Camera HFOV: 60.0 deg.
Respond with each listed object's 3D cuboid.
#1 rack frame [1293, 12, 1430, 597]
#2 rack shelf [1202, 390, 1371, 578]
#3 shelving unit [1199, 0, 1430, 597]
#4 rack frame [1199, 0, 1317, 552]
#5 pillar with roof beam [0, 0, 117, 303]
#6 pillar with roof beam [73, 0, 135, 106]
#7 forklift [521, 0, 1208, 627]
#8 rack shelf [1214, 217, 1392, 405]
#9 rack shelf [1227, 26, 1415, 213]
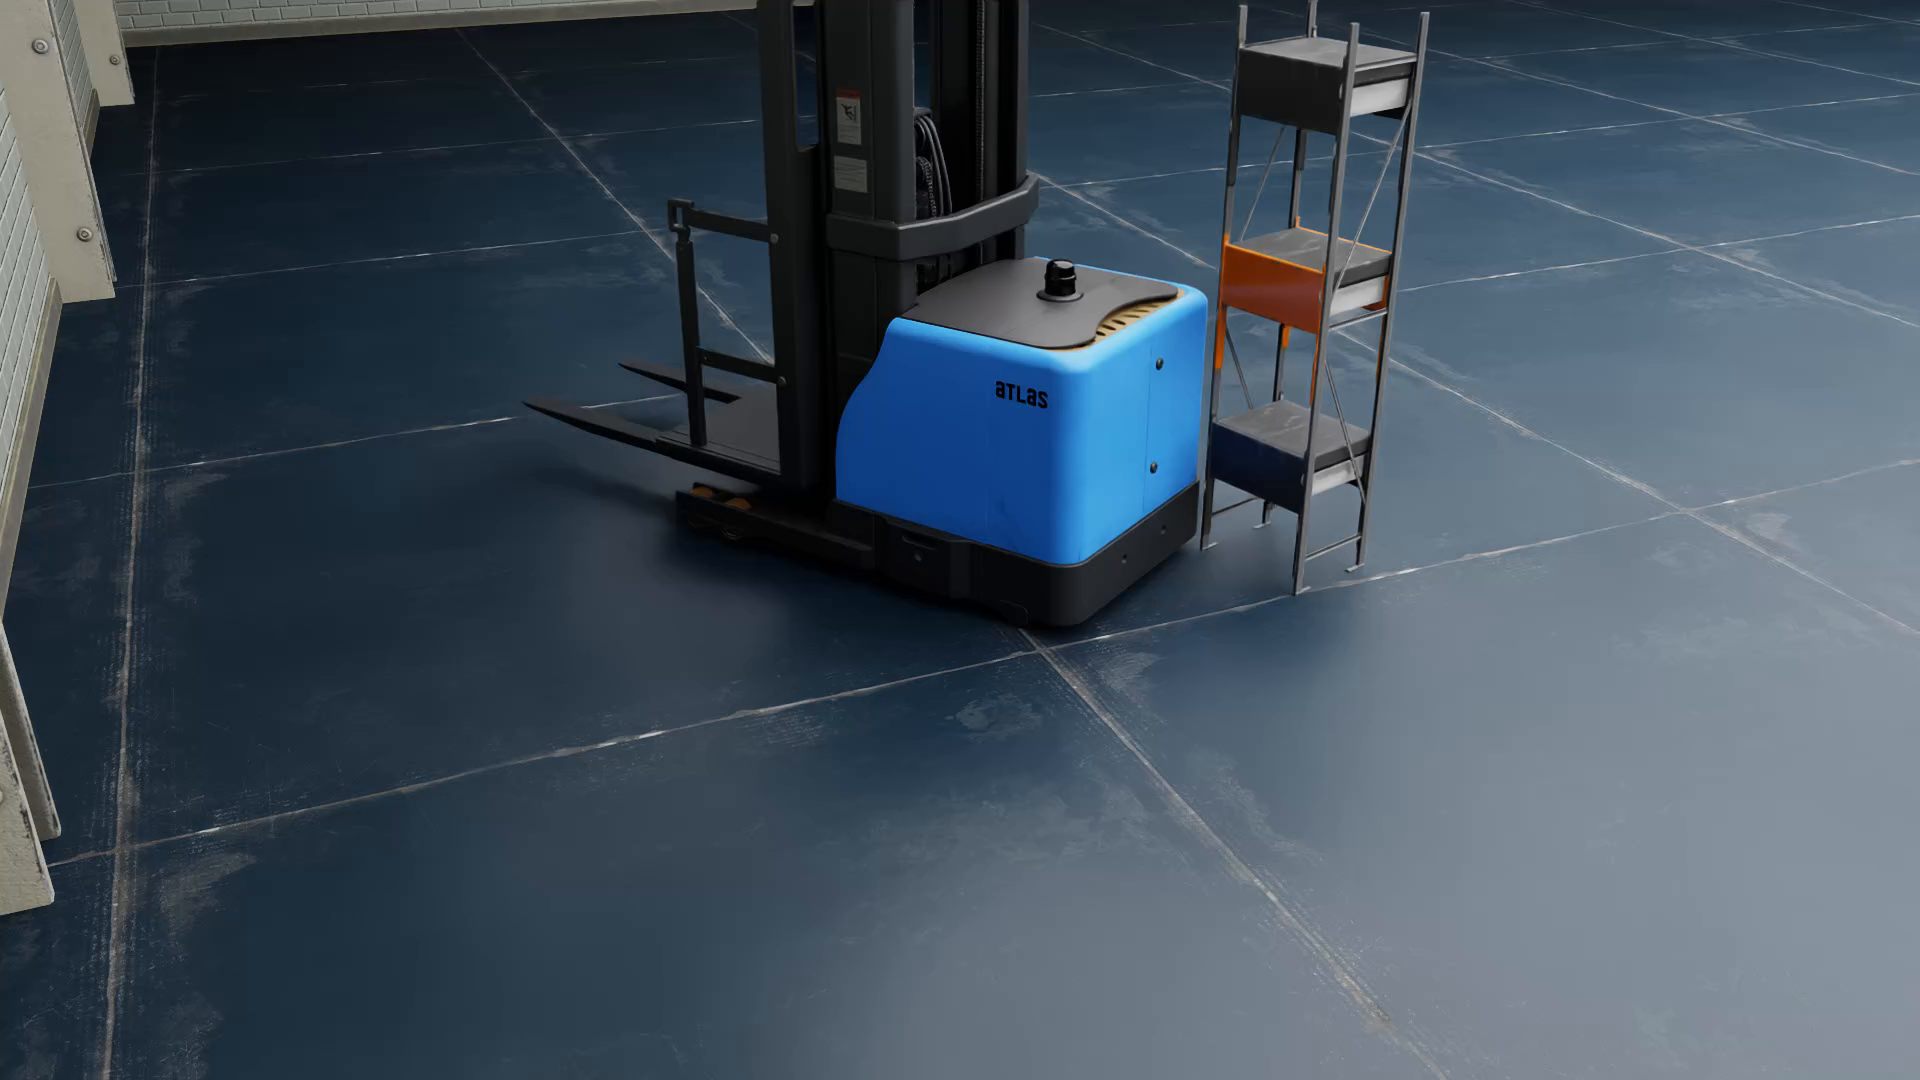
[{"bbox_3d":[1.425,-0.785,5.965,0.400,2.100,0.015,-19,32,-34],"label":"rack frame"},{"bbox_3d":[1.272,-0.228,6.450,0.431,0.518,0.480,-19,32,-34],"label":"rack shelf"},{"bbox_3d":[1.272,-0.869,6.137,0.431,2.100,0.503,-19,32,-34],"label":"shelving unit"},{"bbox_3d":[1.120,-0.953,6.308,0.400,2.100,0.015,-19,32,-34],"label":"rack frame"},{"bbox_3d":[-1.151,-6.240,9.275,9.100,9.000,0.400,-11,28,-21],"label":"pillar with roof beam"},{"bbox_3d":[-3.501,-8.663,14.236,9.100,9.000,0.400,-11,28,-21],"label":"pillar with roof beam"},{"bbox_3d":[-0.555,-1.491,6.464,3.031,2.935,1.130,17,31,31],"label":"forklift"},{"bbox_3d":[1.272,-0.857,6.143,0.431,0.518,0.480,-19,32,-34],"label":"rack shelf"},{"bbox_3d":[1.272,-1.486,5.836,0.431,0.518,0.480,-19,32,-34],"label":"rack shelf"}]
